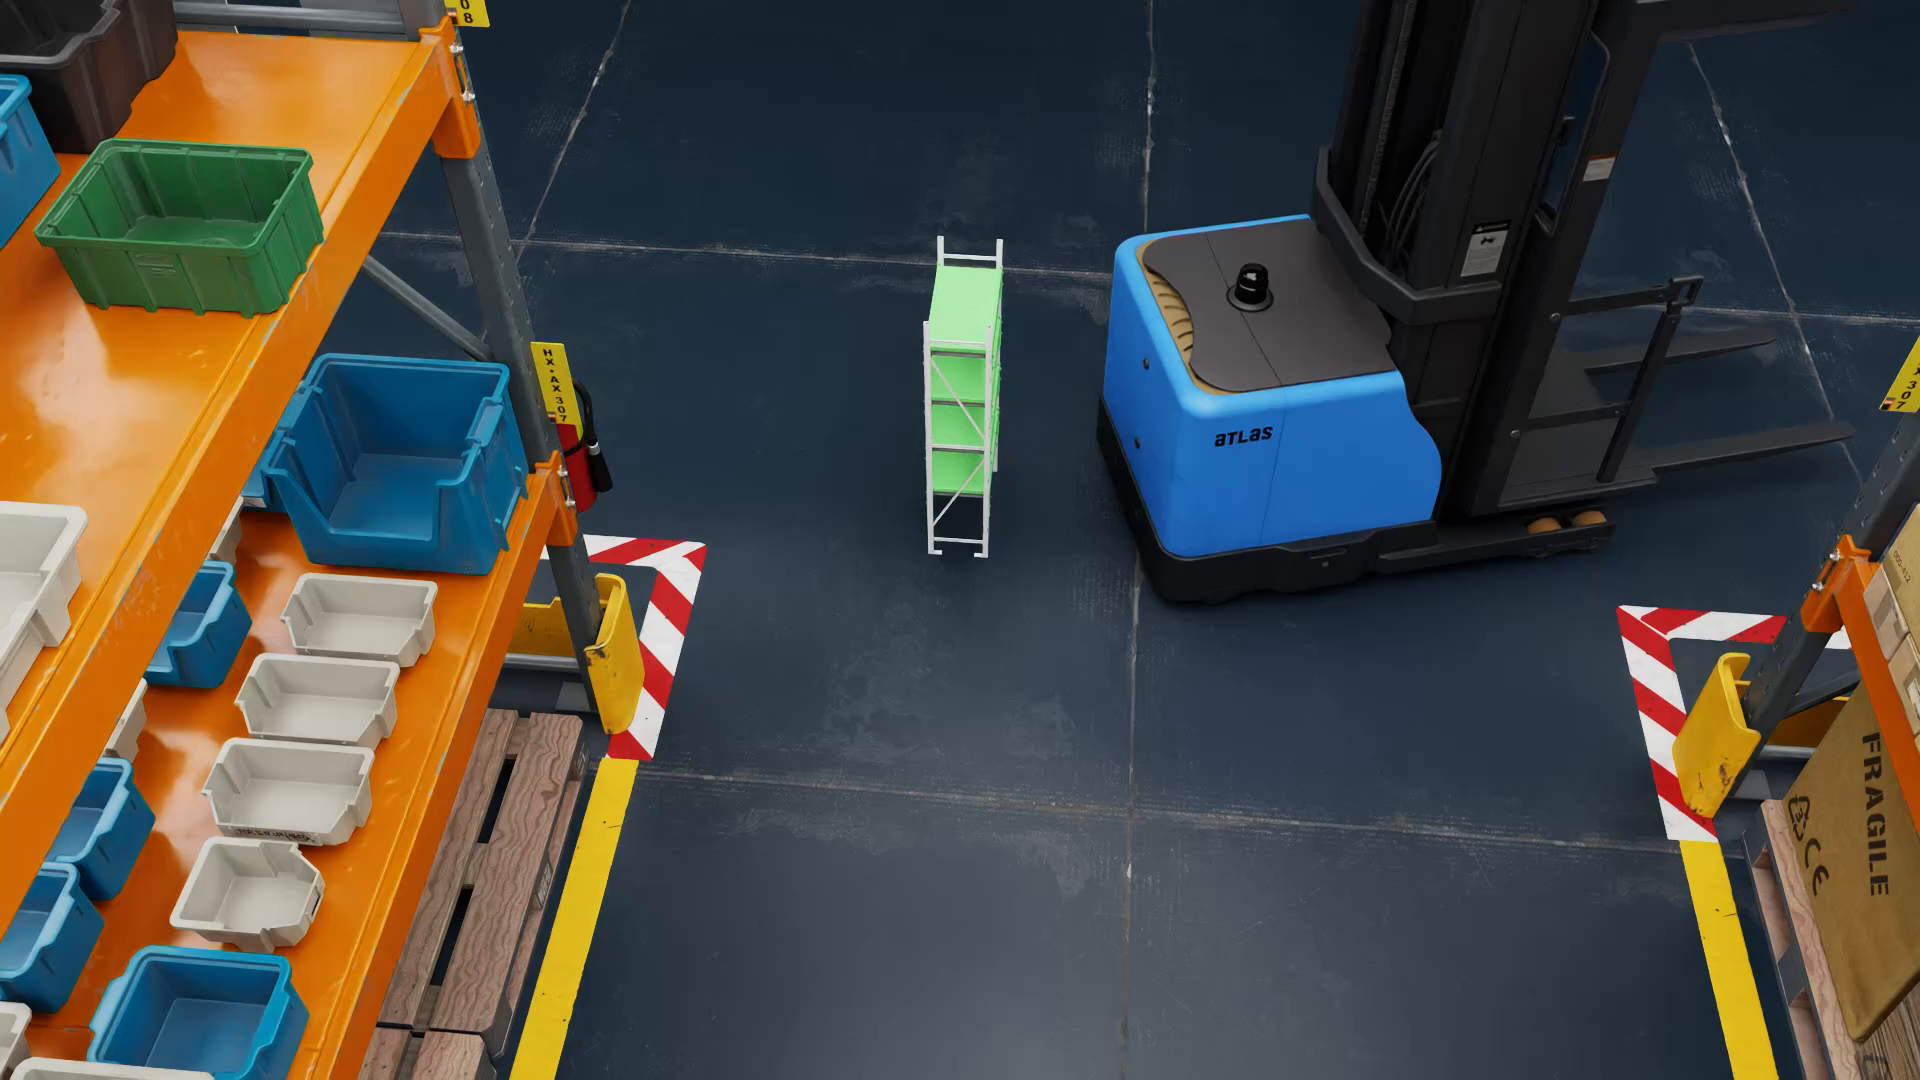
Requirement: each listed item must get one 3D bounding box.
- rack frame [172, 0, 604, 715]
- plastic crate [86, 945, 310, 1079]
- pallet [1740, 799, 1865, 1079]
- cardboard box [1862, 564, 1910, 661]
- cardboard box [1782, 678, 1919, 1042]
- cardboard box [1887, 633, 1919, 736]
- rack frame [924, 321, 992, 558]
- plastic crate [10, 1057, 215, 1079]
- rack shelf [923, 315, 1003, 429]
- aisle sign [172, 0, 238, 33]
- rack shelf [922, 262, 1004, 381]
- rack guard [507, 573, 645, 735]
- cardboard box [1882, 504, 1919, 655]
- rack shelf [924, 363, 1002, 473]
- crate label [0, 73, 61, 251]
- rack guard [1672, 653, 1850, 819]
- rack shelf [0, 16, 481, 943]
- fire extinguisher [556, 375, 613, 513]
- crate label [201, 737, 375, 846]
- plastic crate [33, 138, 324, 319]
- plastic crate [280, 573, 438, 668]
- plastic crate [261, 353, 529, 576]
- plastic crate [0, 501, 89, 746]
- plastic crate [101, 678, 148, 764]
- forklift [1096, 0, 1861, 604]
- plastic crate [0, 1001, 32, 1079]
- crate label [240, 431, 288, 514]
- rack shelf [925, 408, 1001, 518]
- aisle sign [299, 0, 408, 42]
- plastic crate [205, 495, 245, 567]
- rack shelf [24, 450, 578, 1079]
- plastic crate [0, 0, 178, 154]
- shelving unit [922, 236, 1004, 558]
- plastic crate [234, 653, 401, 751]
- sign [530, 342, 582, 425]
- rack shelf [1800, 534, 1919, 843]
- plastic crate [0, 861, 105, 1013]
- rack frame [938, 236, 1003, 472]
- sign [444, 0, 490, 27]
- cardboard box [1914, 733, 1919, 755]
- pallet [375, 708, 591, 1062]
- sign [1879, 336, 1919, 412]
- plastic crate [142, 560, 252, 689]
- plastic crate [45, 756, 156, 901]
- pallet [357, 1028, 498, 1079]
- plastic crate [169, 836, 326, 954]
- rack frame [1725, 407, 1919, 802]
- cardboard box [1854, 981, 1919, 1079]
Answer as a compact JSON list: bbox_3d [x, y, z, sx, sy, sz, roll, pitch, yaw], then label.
[{"bbox_3d":[-1.772,-0.441,5.121,1.000,3.000,0.127,4,48,4],"label":"rack frame"},{"bbox_3d":[-1.704,1.121,3.765,0.416,0.233,0.300,4,48,4],"label":"plastic crate"},{"bbox_3d":[3.165,1.426,5.303,1.003,0.211,1.213,4,48,4],"label":"pallet"},{"bbox_3d":[2.799,0.215,4.691,0.380,0.149,0.250,4,48,4],"label":"cardboard box"},{"bbox_3d":[3.182,0.943,5.010,0.875,0.875,0.875,4,48,4],"label":"cardboard box"},{"bbox_3d":[2.777,0.404,4.518,0.380,0.149,0.250,3,48,3],"label":"cardboard box"},{"bbox_3d":[-0.007,-0.347,6.255,0.240,1.200,0.015,4,48,4],"label":"rack frame"},{"bbox_3d":[-1.814,1.408,3.469,0.437,0.282,0.530,4,48,4],"label":"plastic crate"},{"bbox_3d":[0.015,-0.645,6.289,0.258,0.148,0.480,4,48,4],"label":"rack shelf"},{"bbox_3d":[-2.061,-1.392,4.228,0.394,0.787,0.004,4,48,4],"label":"aisle sign"},{"bbox_3d":[0.015,-0.807,6.111,0.258,0.148,0.480,4,48,4],"label":"rack shelf"},{"bbox_3d":[-1.783,0.384,6.060,1.175,0.500,0.348,4,48,4],"label":"rack guard"},{"bbox_3d":[2.848,0.176,4.456,0.500,0.250,0.500,3,48,2],"label":"cardboard box"},{"bbox_3d":[0.015,-0.483,6.466,0.258,0.148,0.480,4,48,4],"label":"rack shelf"},{"bbox_3d":[-2.178,-0.747,3.469,0.408,0.251,0.502,4,48,4],"label":"crate label"},{"bbox_3d":[3.163,0.718,5.755,1.175,0.500,0.348,4,48,4],"label":"rack guard"},{"bbox_3d":[-1.954,0.259,2.935,1.077,0.370,4.000,4,48,4],"label":"rack shelf"},{"bbox_3d":[-1.306,-0.370,5.361,0.296,0.674,0.183,4,48,4],"label":"fire extinguisher"},{"bbox_3d":[-1.708,0.657,4.254,0.396,0.136,0.243,4,48,4],"label":"crate label"},{"bbox_3d":[-1.578,-0.638,3.412,0.450,0.188,0.336,4,48,4],"label":"plastic crate"},{"bbox_3d":[-1.666,0.239,4.637,0.396,0.136,0.243,4,48,4],"label":"plastic crate"},{"bbox_3d":[-1.616,-0.215,4.849,0.616,0.435,0.499,4,48,4],"label":"plastic crate"},{"bbox_3d":[-1.713,0.170,2.707,0.437,0.136,0.530,4,48,4],"label":"plastic crate"},{"bbox_3d":[-2.296,0.515,4.384,0.250,0.136,0.298,4,48,4],"label":"plastic crate"},{"bbox_3d":[2.149,-1.295,5.948,3.031,2.935,1.130,-9,48,-8],"label":"forklift"},{"bbox_3d":[-2.277,1.267,3.697,0.293,0.136,0.466,4,48,4],"label":"plastic crate"},{"bbox_3d":[-2.122,-0.246,5.015,0.416,0.233,0.303,4,48,4],"label":"crate label"},{"bbox_3d":[0.015,-0.321,6.643,0.258,0.148,0.480,4,48,4],"label":"rack shelf"},{"bbox_3d":[-1.474,-1.352,4.192,0.394,0.787,0.004,4,48,4],"label":"aisle sign"},{"bbox_3d":[-2.234,0.017,4.840,0.250,0.136,0.298,4,48,4],"label":"plastic crate"},{"bbox_3d":[-1.954,1.271,4.042,1.077,0.370,4.000,4,48,4],"label":"rack shelf"},{"bbox_3d":[-2.085,-1.146,3.821,0.497,0.269,0.590,4,48,4],"label":"plastic crate"},{"bbox_3d":[0.015,-0.527,6.419,0.258,1.200,0.503,4,48,4],"label":"shelving unit"},{"bbox_3d":[-1.707,0.451,4.443,0.396,0.136,0.243,4,48,4],"label":"plastic crate"},{"bbox_3d":[-1.223,-0.471,5.038,0.100,0.325,0.005,4,48,4],"label":"sign"},{"bbox_3d":[2.978,1.604,3.738,1.077,0.370,4.000,4,48,4],"label":"rack shelf"},{"bbox_3d":[-2.270,0.942,3.928,0.416,0.233,0.300,4,48,4],"label":"plastic crate"},{"bbox_3d":[0.037,-0.706,6.583,0.240,1.200,0.015,4,48,4],"label":"rack frame"},{"bbox_3d":[-1.223,-1.393,4.030,0.100,0.325,0.005,4,48,4],"label":"sign"},{"bbox_3d":[2.754,0.592,4.346,0.380,0.149,0.250,3,48,3],"label":"cardboard box"},{"bbox_3d":[-1.886,1.103,5.598,1.003,0.211,1.213,4,48,4],"label":"pallet"},{"bbox_3d":[2.608,-0.469,4.506,0.100,0.325,0.005,4,48,4],"label":"sign"},{"bbox_3d":[-2.182,0.238,4.573,0.416,0.233,0.300,4,48,4],"label":"plastic crate"},{"bbox_3d":[-2.242,0.722,4.130,0.416,0.233,0.300,4,48,4],"label":"plastic crate"},{"bbox_3d":[-2.000,1.997,4.780,1.003,0.211,1.213,4,48,4],"label":"pallet"},{"bbox_3d":[-1.716,0.876,4.054,0.298,0.136,0.250,4,48,4],"label":"plastic crate"},{"bbox_3d":[3.160,-0.108,4.816,1.000,3.000,0.127,4,48,4],"label":"rack frame"},{"bbox_3d":[3.099,1.611,4.399,0.875,0.875,0.875,4,48,4],"label":"cardboard box"}]
